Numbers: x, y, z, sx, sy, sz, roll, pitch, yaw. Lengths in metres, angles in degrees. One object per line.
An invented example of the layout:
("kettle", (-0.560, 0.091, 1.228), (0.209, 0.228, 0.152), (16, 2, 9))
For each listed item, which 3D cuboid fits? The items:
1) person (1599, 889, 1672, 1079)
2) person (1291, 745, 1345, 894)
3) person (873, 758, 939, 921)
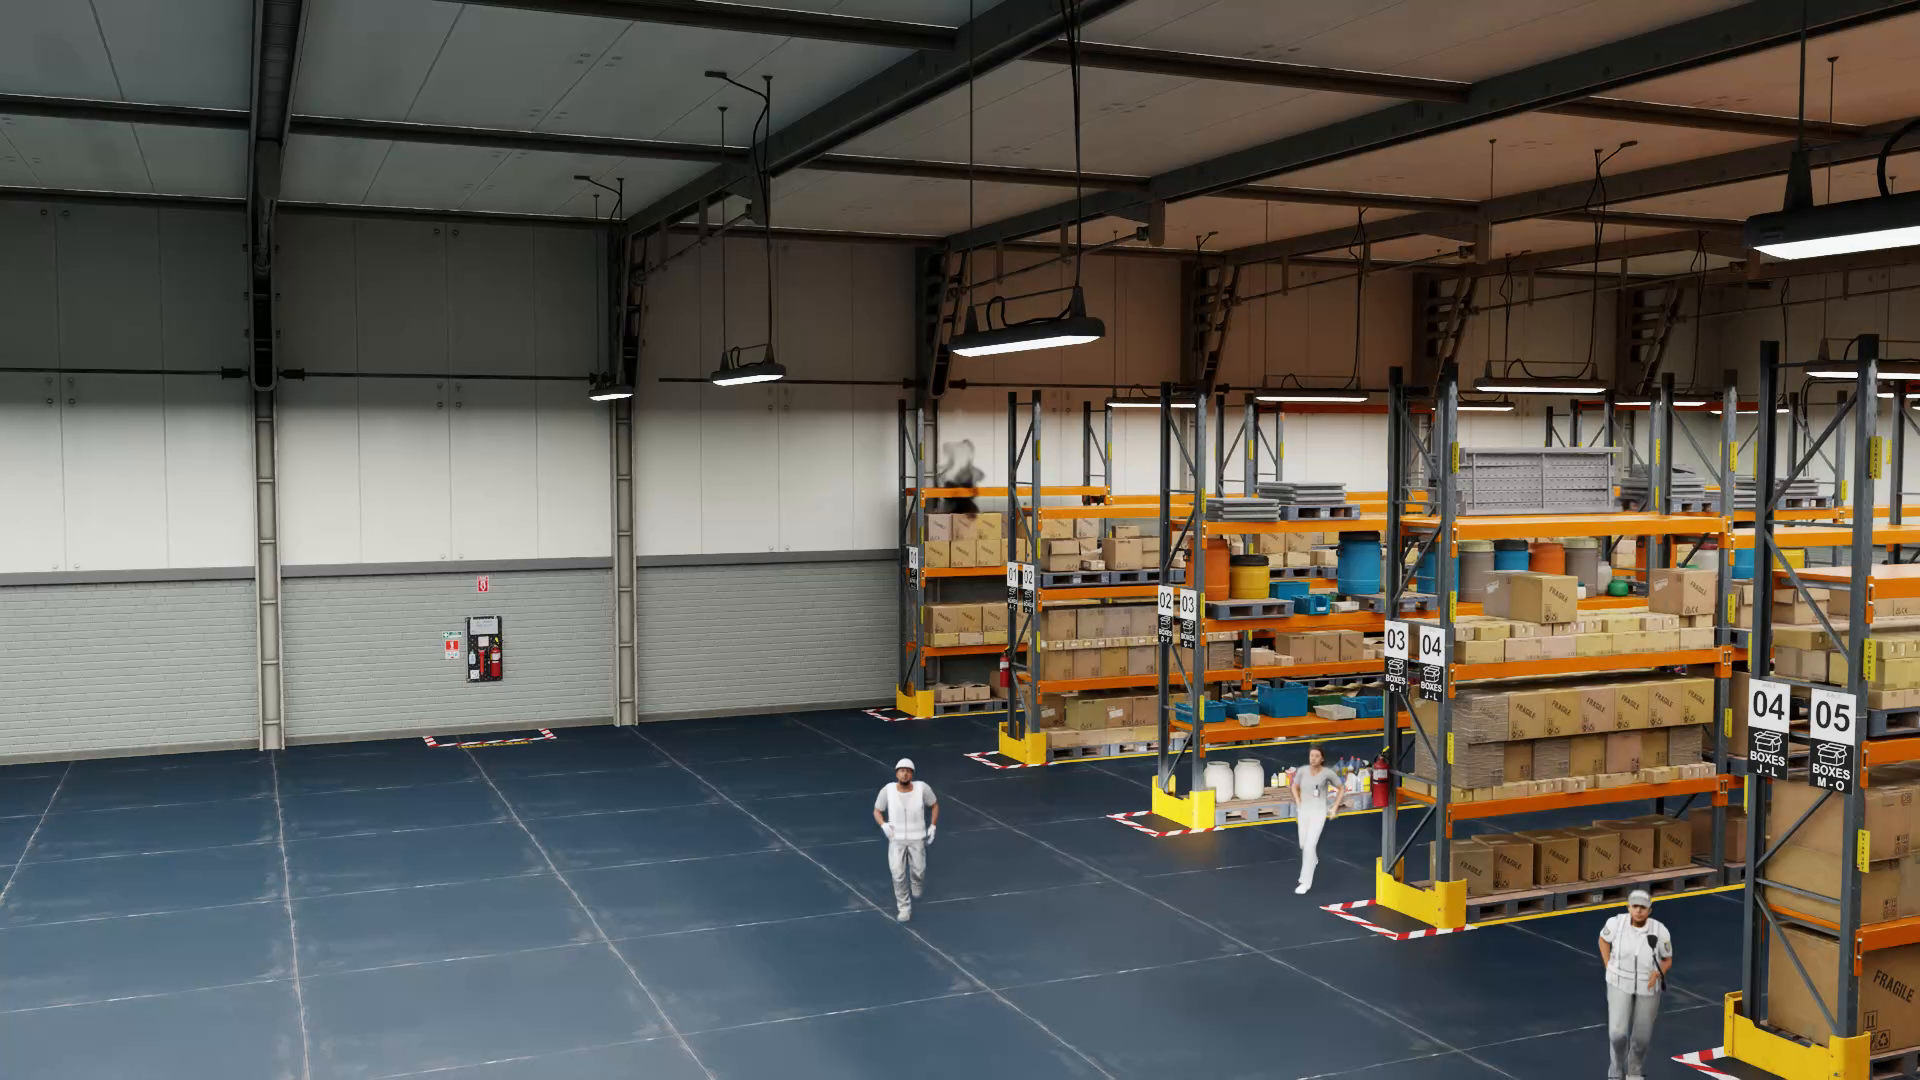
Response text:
("person", (5.381, 3.574, 13.258), (0.537, 1.623, 0.719), (1, 4, 18))
("person", (4.126, 3.186, 19.230), (0.613, 1.662, 0.897), (1, 4, 24))
("person", (-0.588, 3.241, 18.118), (0.718, 1.739, 0.627), (0, 3, -3))
